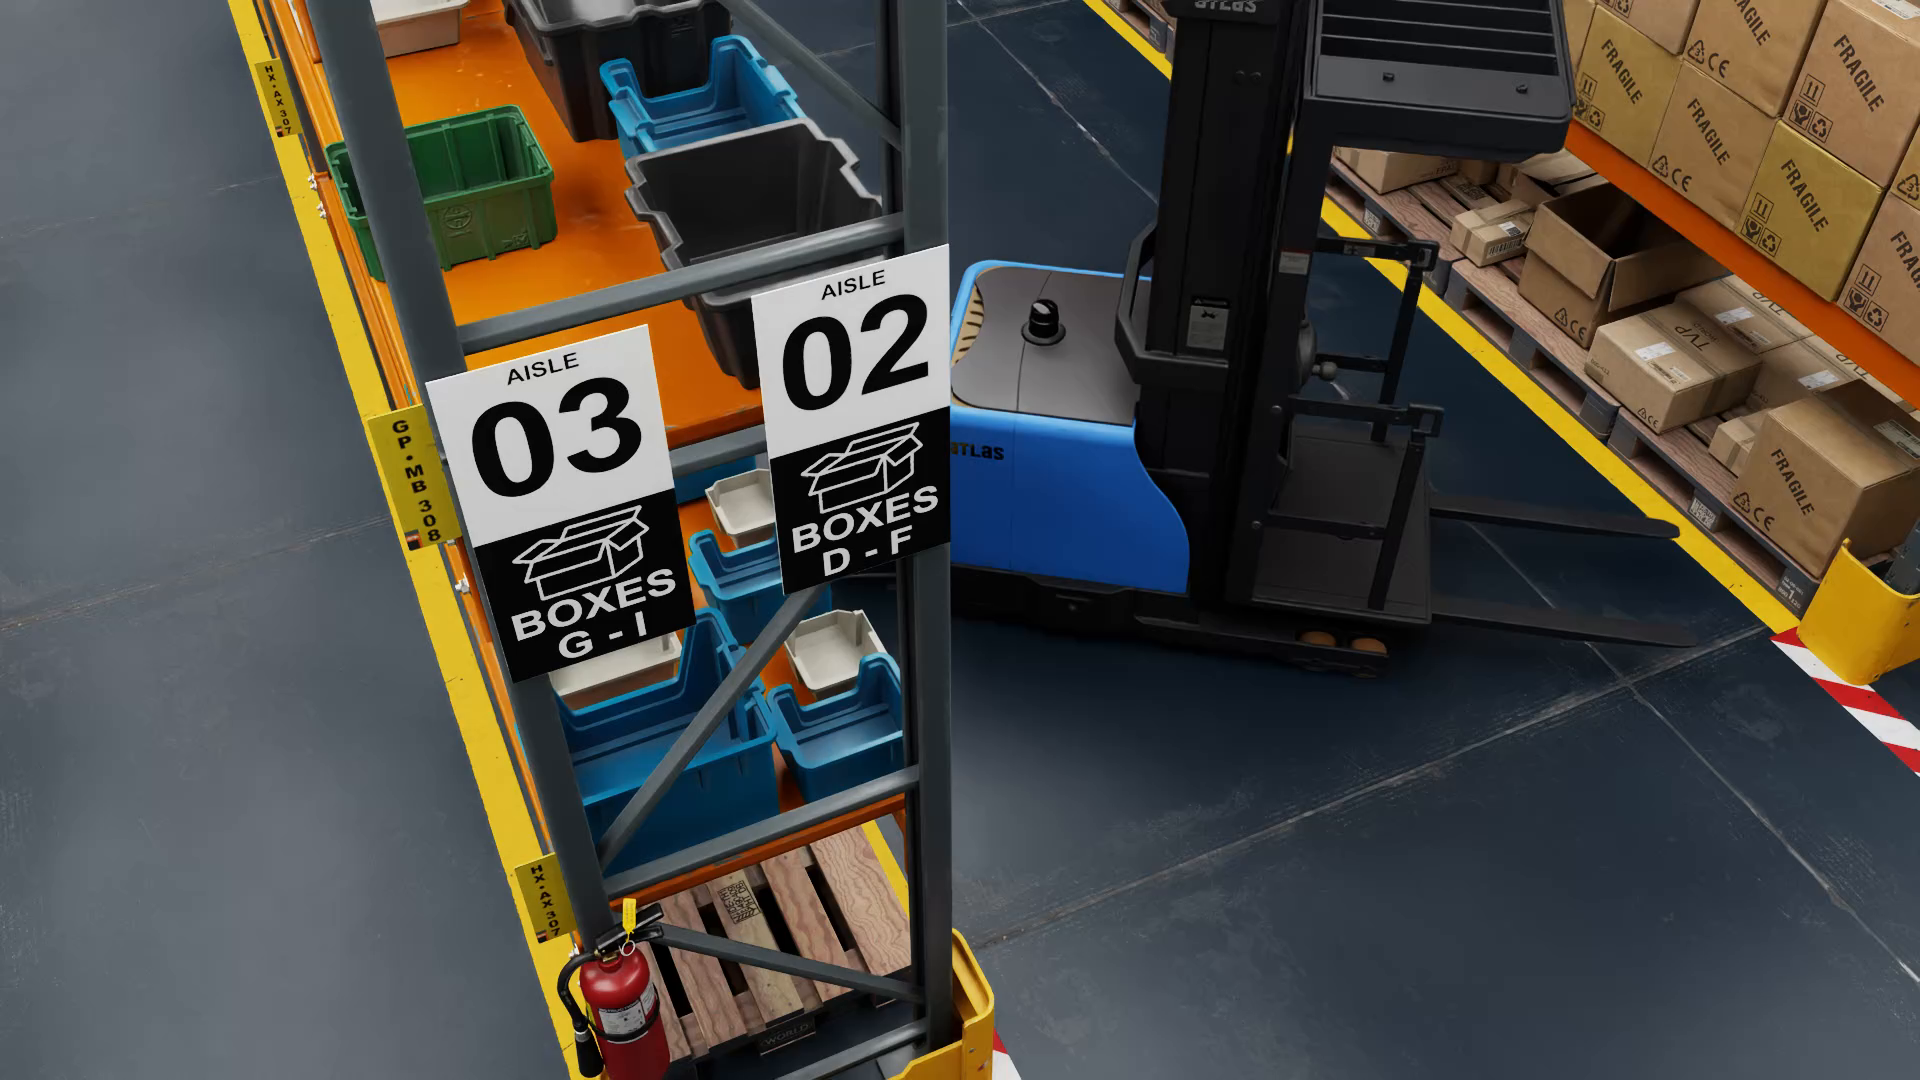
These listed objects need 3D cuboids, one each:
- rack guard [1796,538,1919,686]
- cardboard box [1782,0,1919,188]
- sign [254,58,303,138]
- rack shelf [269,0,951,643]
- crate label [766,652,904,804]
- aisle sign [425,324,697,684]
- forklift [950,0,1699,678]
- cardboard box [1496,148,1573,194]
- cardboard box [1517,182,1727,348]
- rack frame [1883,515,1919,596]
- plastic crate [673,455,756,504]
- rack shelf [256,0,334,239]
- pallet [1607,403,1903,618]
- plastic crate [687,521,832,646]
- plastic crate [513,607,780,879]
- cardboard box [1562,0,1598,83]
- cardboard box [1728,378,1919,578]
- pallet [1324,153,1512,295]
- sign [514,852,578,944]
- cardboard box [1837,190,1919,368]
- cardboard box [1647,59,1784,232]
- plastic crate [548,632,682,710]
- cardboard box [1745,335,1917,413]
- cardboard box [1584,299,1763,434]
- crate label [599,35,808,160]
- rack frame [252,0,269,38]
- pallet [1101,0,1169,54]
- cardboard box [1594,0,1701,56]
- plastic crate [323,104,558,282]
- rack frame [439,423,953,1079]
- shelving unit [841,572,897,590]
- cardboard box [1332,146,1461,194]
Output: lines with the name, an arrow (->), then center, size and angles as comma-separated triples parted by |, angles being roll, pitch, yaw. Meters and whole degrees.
rack guard -> 3.964, 0.129, 6.632 | 1.175, 0.500, 0.348 | -18, 47, -17
cardboard box -> 3.346, -1.628, 5.850 | 0.500, 0.500, 0.500 | -17, 47, -16
sign -> -2.681, -1.738, 6.548 | 0.100, 0.325, 0.005 | -18, 47, -17
rack shelf -> -1.341, -1.338, 4.716 | 1.077, 0.370, 4.000 | -18, 47, -17
crate label -> -0.305, 0.531, 4.521 | 0.416, 0.233, 0.303 | -18, 47, -17
aisle sign -> -0.735, -0.045, 3.178 | 0.394, 0.787, 0.004 | -18, 47, -17
forklift -> 1.415, -0.906, 5.950 | 3.031, 2.935, 1.130 | 7, 45, 8
cardboard box -> 3.023, -1.903, 8.628 | 0.380, 0.149, 0.250 | -18, 47, -17
cardboard box -> 3.109, -1.334, 7.799 | 0.797, 0.503, 0.637 | -18, 47, -17
rack frame -> 3.996, -0.713, 5.705 | 1.000, 3.000, 0.127 | -18, 47, -17
plastic crate -> -0.858, -0.308, 5.371 | 0.416, 0.233, 0.300 | -18, 47, -17
rack shelf -> -3.022, -2.820, 8.353 | 1.077, 0.370, 4.000 | -18, 47, -17
pallet -> 3.628, -0.276, 7.249 | 1.003, 0.211, 1.213 | -18, 47, -17
plastic crate -> -0.582, 0.112, 4.946 | 0.416, 0.233, 0.300 | -18, 47, -17
plastic crate -> -0.810, 0.556, 4.352 | 0.616, 0.435, 0.499 | -18, 47, -17
cardboard box -> 2.708, -2.247, 7.189 | 0.500, 0.500, 0.500 | -18, 47, -18
cardboard box -> 3.544, -0.253, 6.706 | 0.500, 0.500, 0.500 | -18, 47, -17
pallet -> 2.602, -1.831, 8.824 | 1.003, 0.211, 1.213 | -18, 47, -17
sign -> -0.992, 0.863, 3.993 | 0.100, 0.325, 0.005 | -18, 47, -17
cardboard box -> 3.561, -0.953, 5.878 | 0.500, 0.500, 0.500 | -17, 47, -16
cardboard box -> 3.135, -1.602, 6.536 | 0.500, 0.500, 0.500 | -18, 47, -17
plastic crate -> -1.007, 0.354, 4.769 | 0.396, 0.136, 0.243 | -18, 47, -17
cardboard box -> 3.815, -0.639, 7.276 | 0.500, 0.250, 0.500 | -18, 47, -17
cardboard box -> 3.172, -0.778, 7.417 | 0.500, 0.250, 0.500 | -18, 47, -17
crate label -> -0.594, -0.950, 3.917 | 0.408, 0.251, 0.502 | -18, 47, -17
rack frame -> -3.863, -4.350, 9.392 | 1.000, 3.000, 0.127 | -18, 47, -17
pallet -> 1.421, -3.555, 10.571 | 1.003, 0.211, 1.213 | -18, 47, -17
cardboard box -> 2.908, -2.285, 6.515 | 0.500, 0.500, 0.500 | -17, 47, -16
plastic crate -> -1.173, -0.789, 3.798 | 0.450, 0.188, 0.336 | -18, 47, -17
rack frame -> -0.500, 0.748, 4.225 | 1.000, 3.000, 0.127 | -18, 47, -17
shelving unit -> -0.468, -0.553, 6.879 | 0.538, 1.125, 1.048 | -2, 45, -2
cardboard box -> 2.294, -2.130, 8.743 | 0.500, 0.311, 0.500 | -18, 47, -17
